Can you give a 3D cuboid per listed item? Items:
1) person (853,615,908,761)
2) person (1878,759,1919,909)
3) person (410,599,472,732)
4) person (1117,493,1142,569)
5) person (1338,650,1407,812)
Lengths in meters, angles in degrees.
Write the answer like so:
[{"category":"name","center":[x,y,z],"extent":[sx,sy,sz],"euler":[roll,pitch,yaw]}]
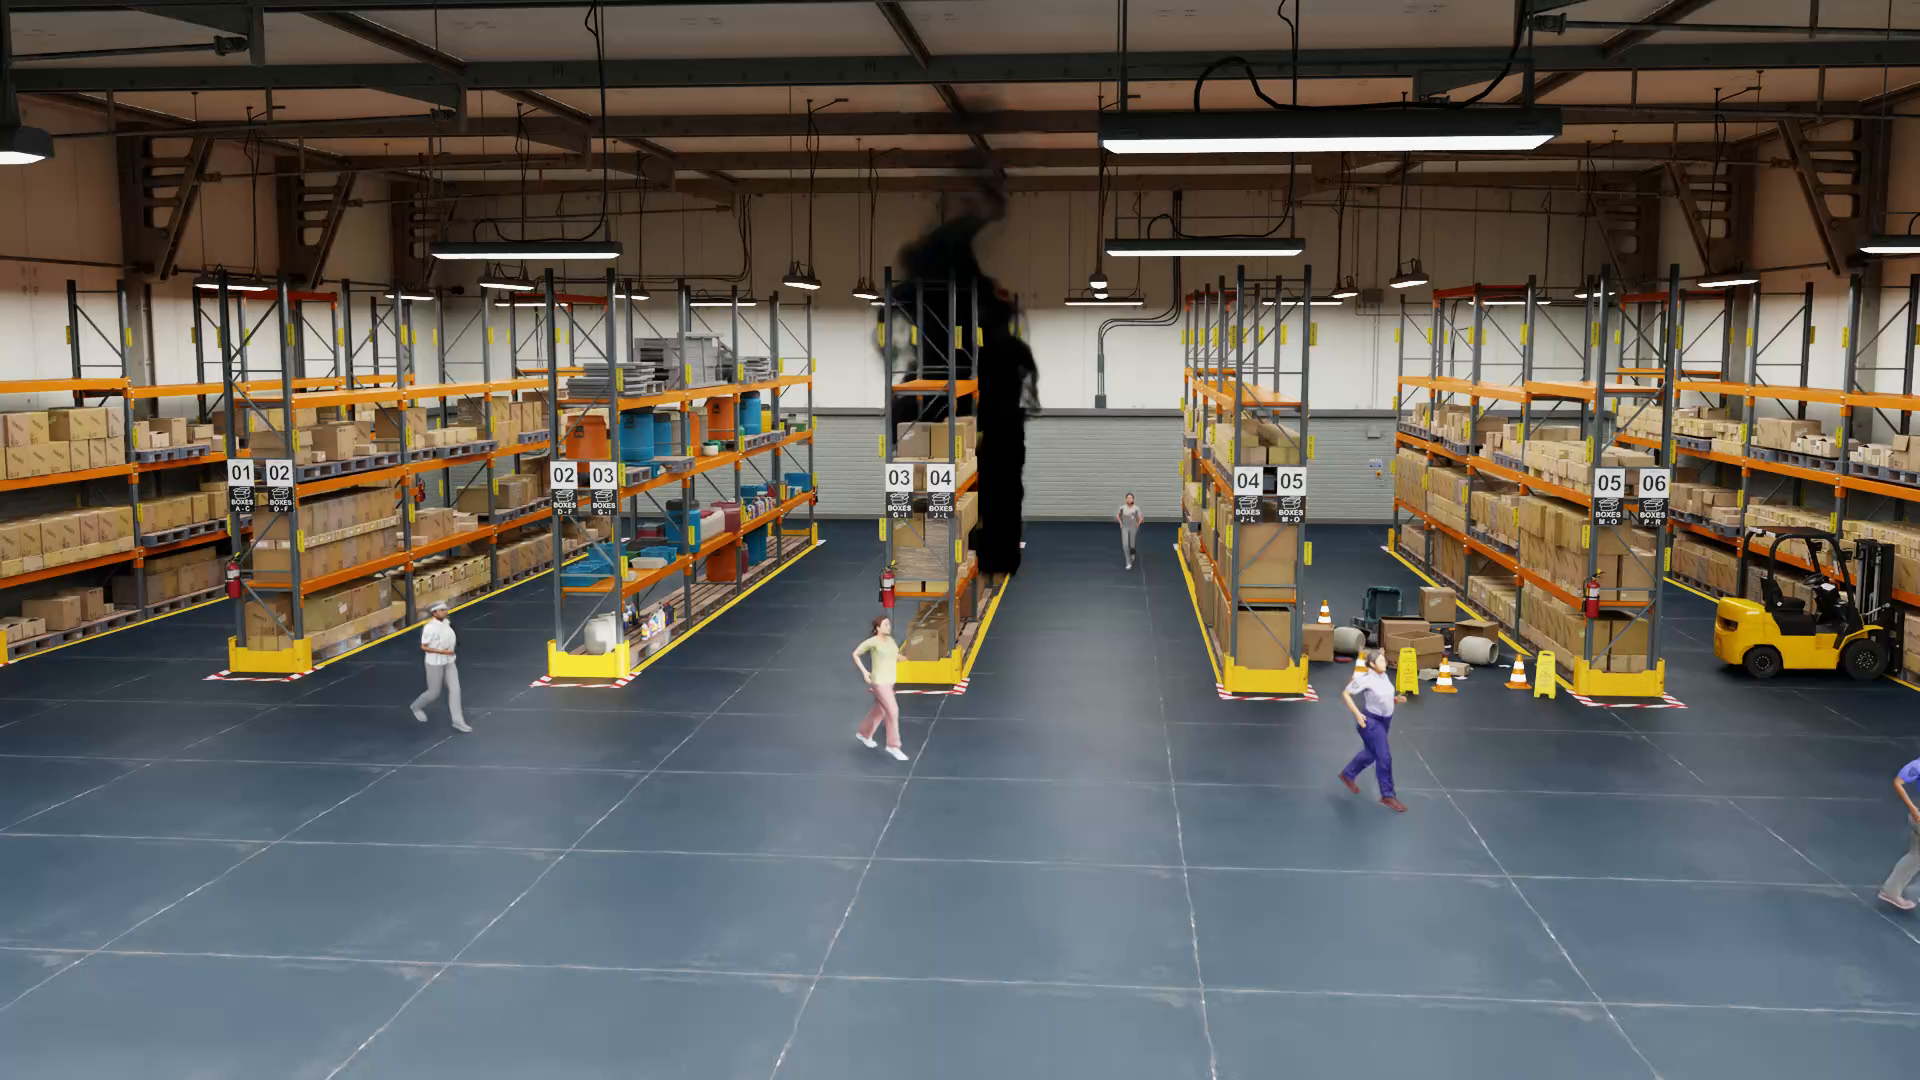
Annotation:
[{"category":"person","center":[-0.939,1.744,19.965],"extent":[0.830,1.715,0.552],"euler":[4,8,31]},{"category":"person","center":[8.396,2.469,14.373],"extent":[0.713,1.708,0.546],"euler":[6,9,42]},{"category":"person","center":[-6.648,1.587,21.221],"extent":[0.933,1.695,0.587],"euler":[4,8,28]},{"category":"person","center":[3.699,-0.204,36.342],"extent":[0.565,1.636,0.721],"euler":[1,7,10]},{"category":"person","center":[4.449,2.011,17.866],"extent":[0.895,1.671,0.594],"euler":[6,9,40]}]
